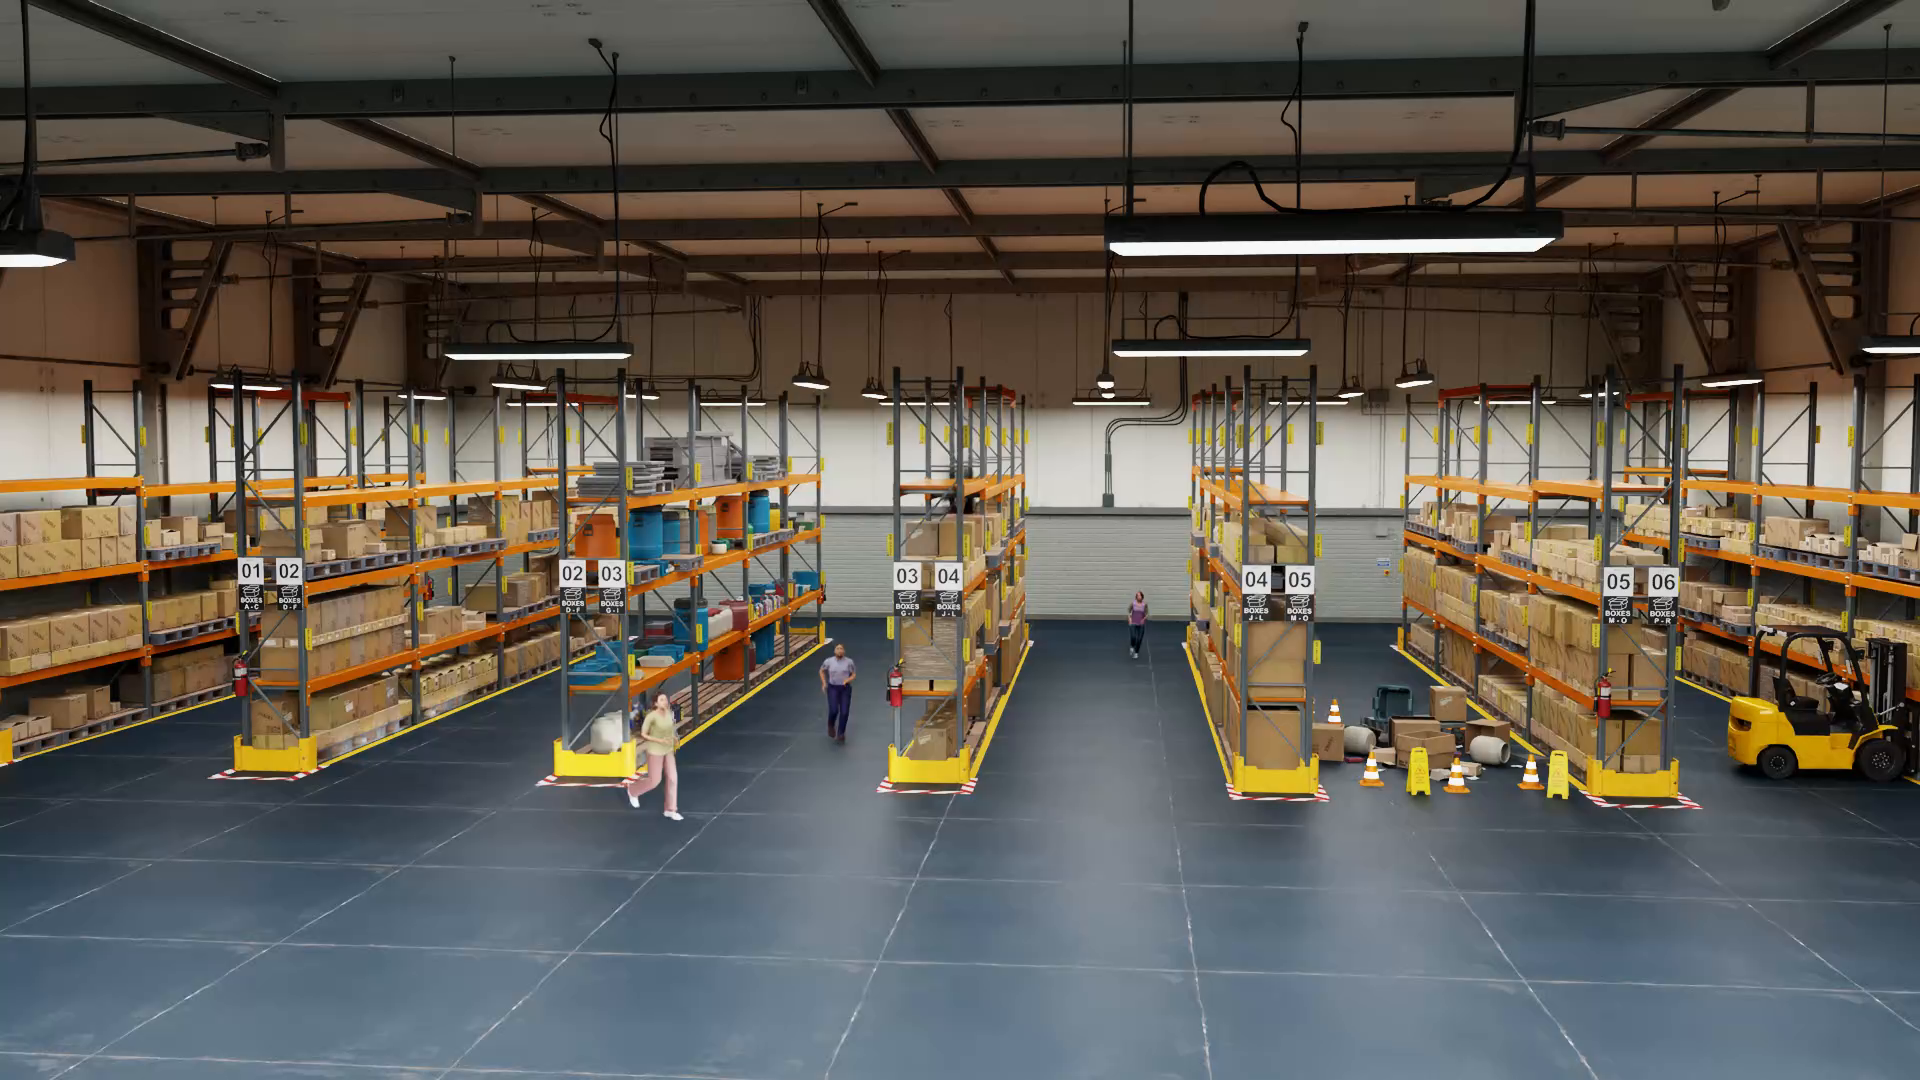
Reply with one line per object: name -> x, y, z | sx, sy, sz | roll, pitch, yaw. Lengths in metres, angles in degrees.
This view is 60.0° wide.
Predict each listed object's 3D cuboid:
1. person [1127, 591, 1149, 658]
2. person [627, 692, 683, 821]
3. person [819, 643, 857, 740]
person -> 4.011, 1.906, 37.431 | 0.487, 1.524, 0.611 | 0, 4, 3
person -> -3.978, 2.826, 21.912 | 0.891, 1.656, 0.588 | 3, 4, 37
person -> -1.988, 2.496, 27.308 | 0.592, 1.609, 0.571 | -1, 4, -11
